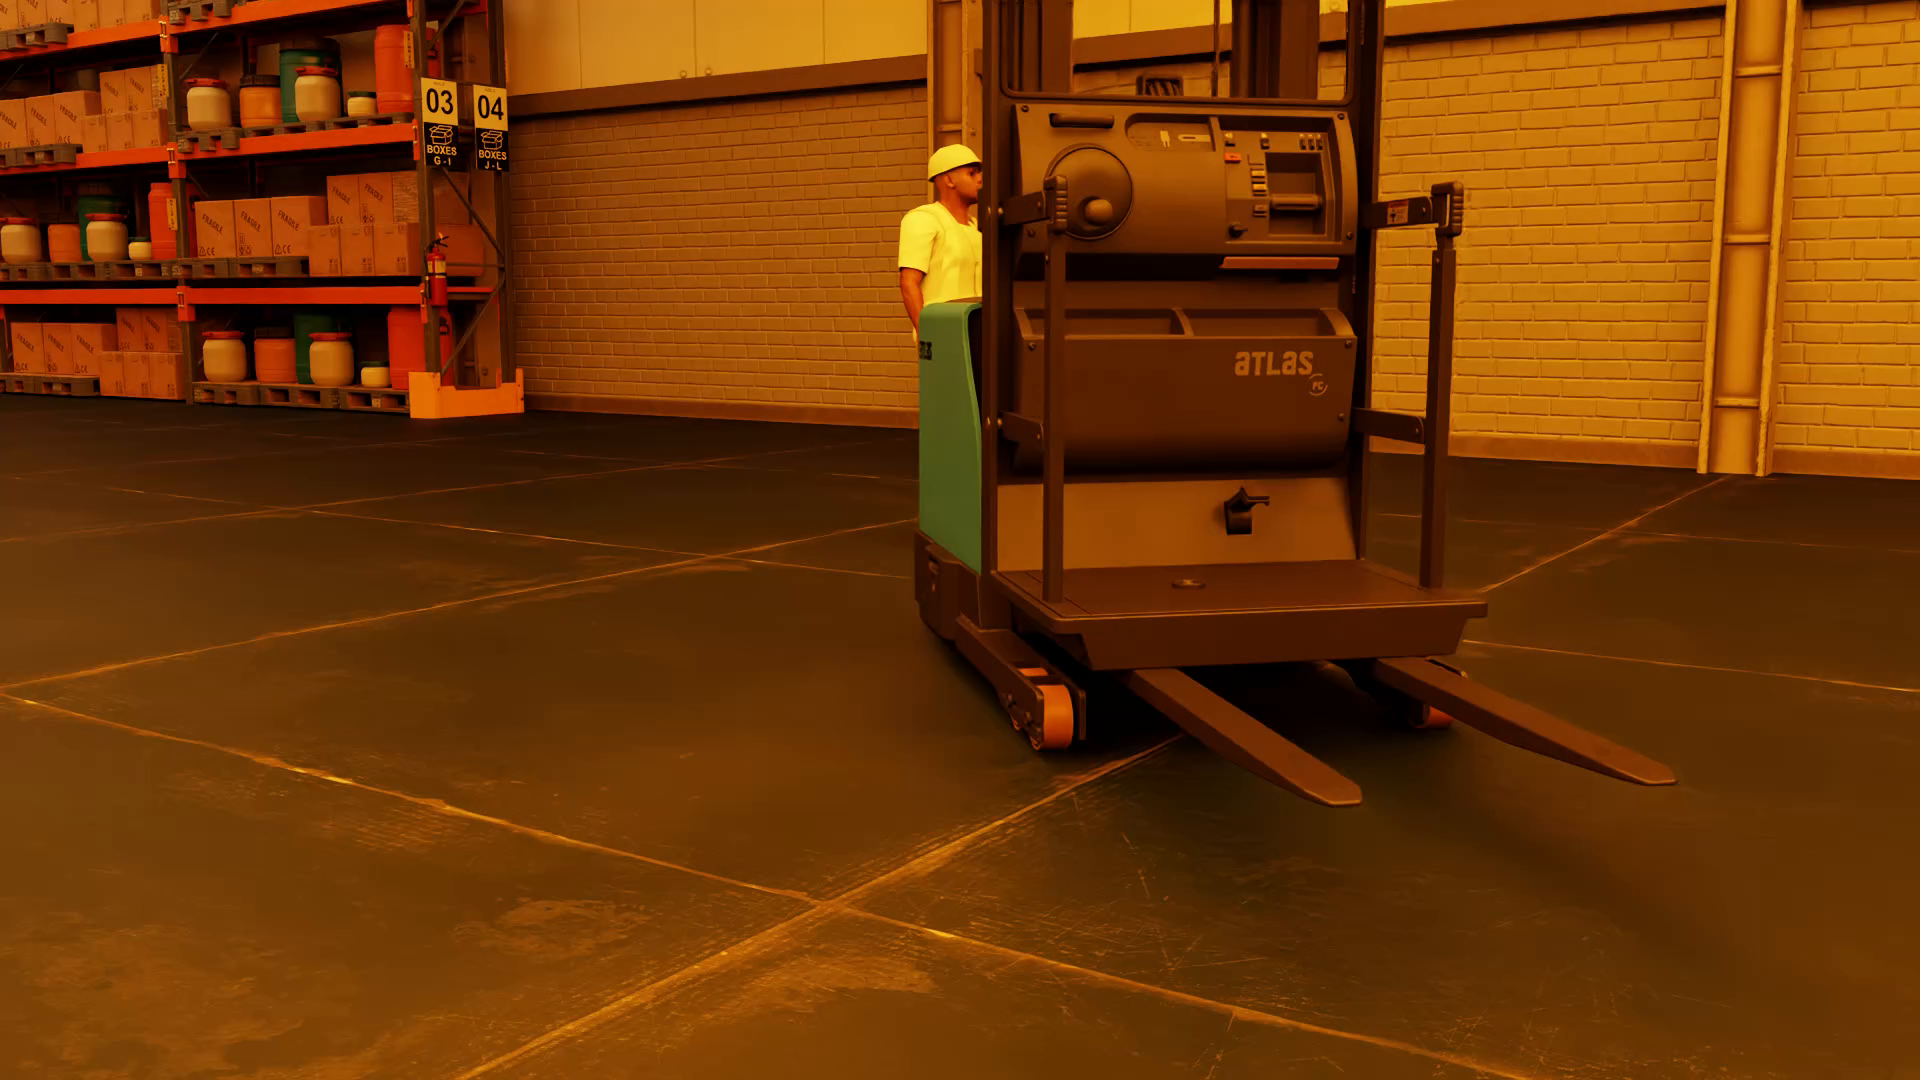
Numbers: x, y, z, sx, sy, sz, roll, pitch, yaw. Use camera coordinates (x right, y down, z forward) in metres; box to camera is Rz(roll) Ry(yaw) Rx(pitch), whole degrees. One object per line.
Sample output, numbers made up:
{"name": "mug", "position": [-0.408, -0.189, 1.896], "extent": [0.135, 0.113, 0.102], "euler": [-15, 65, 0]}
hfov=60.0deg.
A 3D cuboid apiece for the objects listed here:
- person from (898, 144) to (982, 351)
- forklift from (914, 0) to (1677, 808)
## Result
{"name": "person", "position": [0.055, -0.875, 7.435], "extent": [0.575, 1.768, 0.666], "euler": [5, 10, 34]}
{"name": "forklift", "position": [0.651, -0.997, 4.203], "extent": [1.130, 2.935, 3.031], "euler": [-2, 8, -12]}
